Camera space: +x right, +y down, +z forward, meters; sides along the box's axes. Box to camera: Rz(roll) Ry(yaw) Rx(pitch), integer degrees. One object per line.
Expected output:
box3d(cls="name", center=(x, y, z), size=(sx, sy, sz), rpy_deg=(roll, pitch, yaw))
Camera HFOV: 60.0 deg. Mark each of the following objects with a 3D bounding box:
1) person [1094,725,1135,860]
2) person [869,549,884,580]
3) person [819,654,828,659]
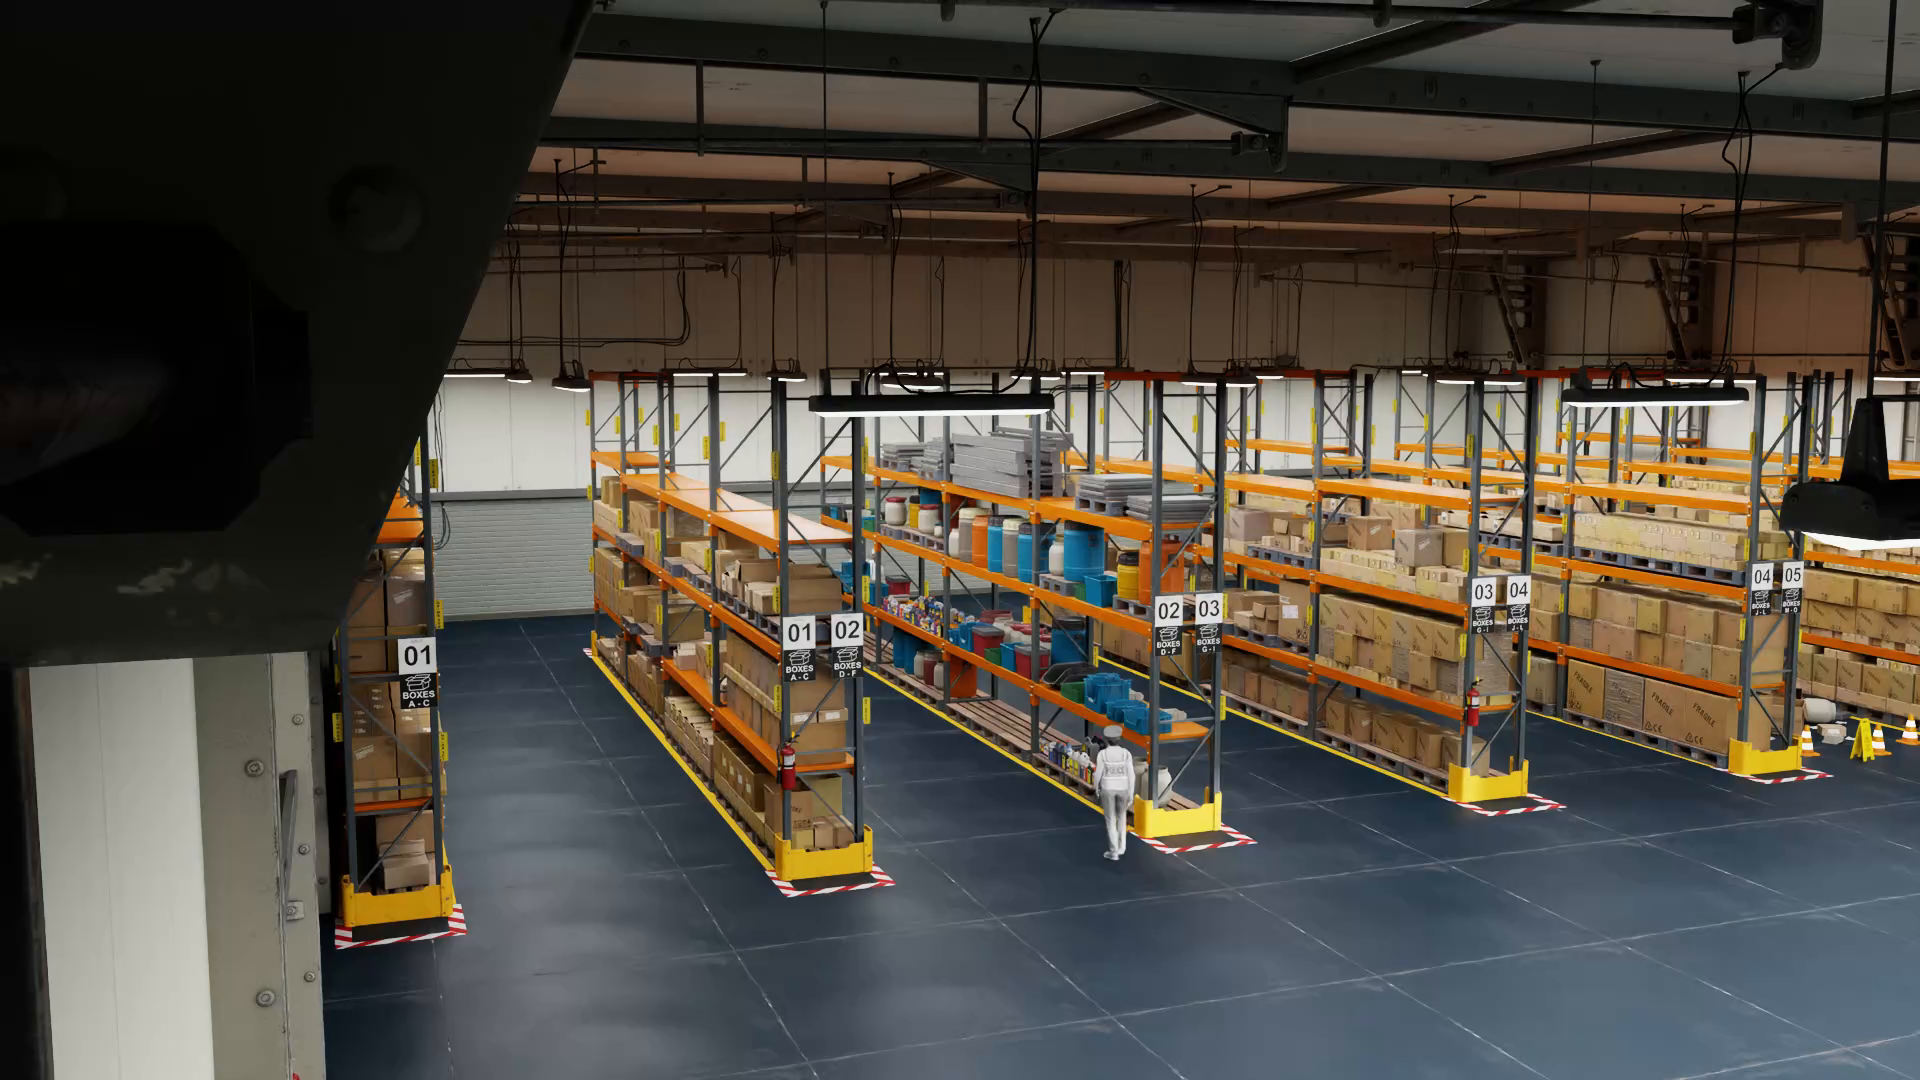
box3d(cls="person", center=(1.933, 3.180, 20.892), size=(0.493, 1.739, 0.538), rpy_deg=(-1, 6, -6))
box3d(cls="person", center=(-2.043, 1.056, 39.687), size=(1.000, 1.726, 0.653), rpy_deg=(0, 6, 4))
box3d(cls="person", center=(-2.595, 2.069, 30.601), size=(0.440, 1.665, 0.533), rpy_deg=(-4, 7, -30))
